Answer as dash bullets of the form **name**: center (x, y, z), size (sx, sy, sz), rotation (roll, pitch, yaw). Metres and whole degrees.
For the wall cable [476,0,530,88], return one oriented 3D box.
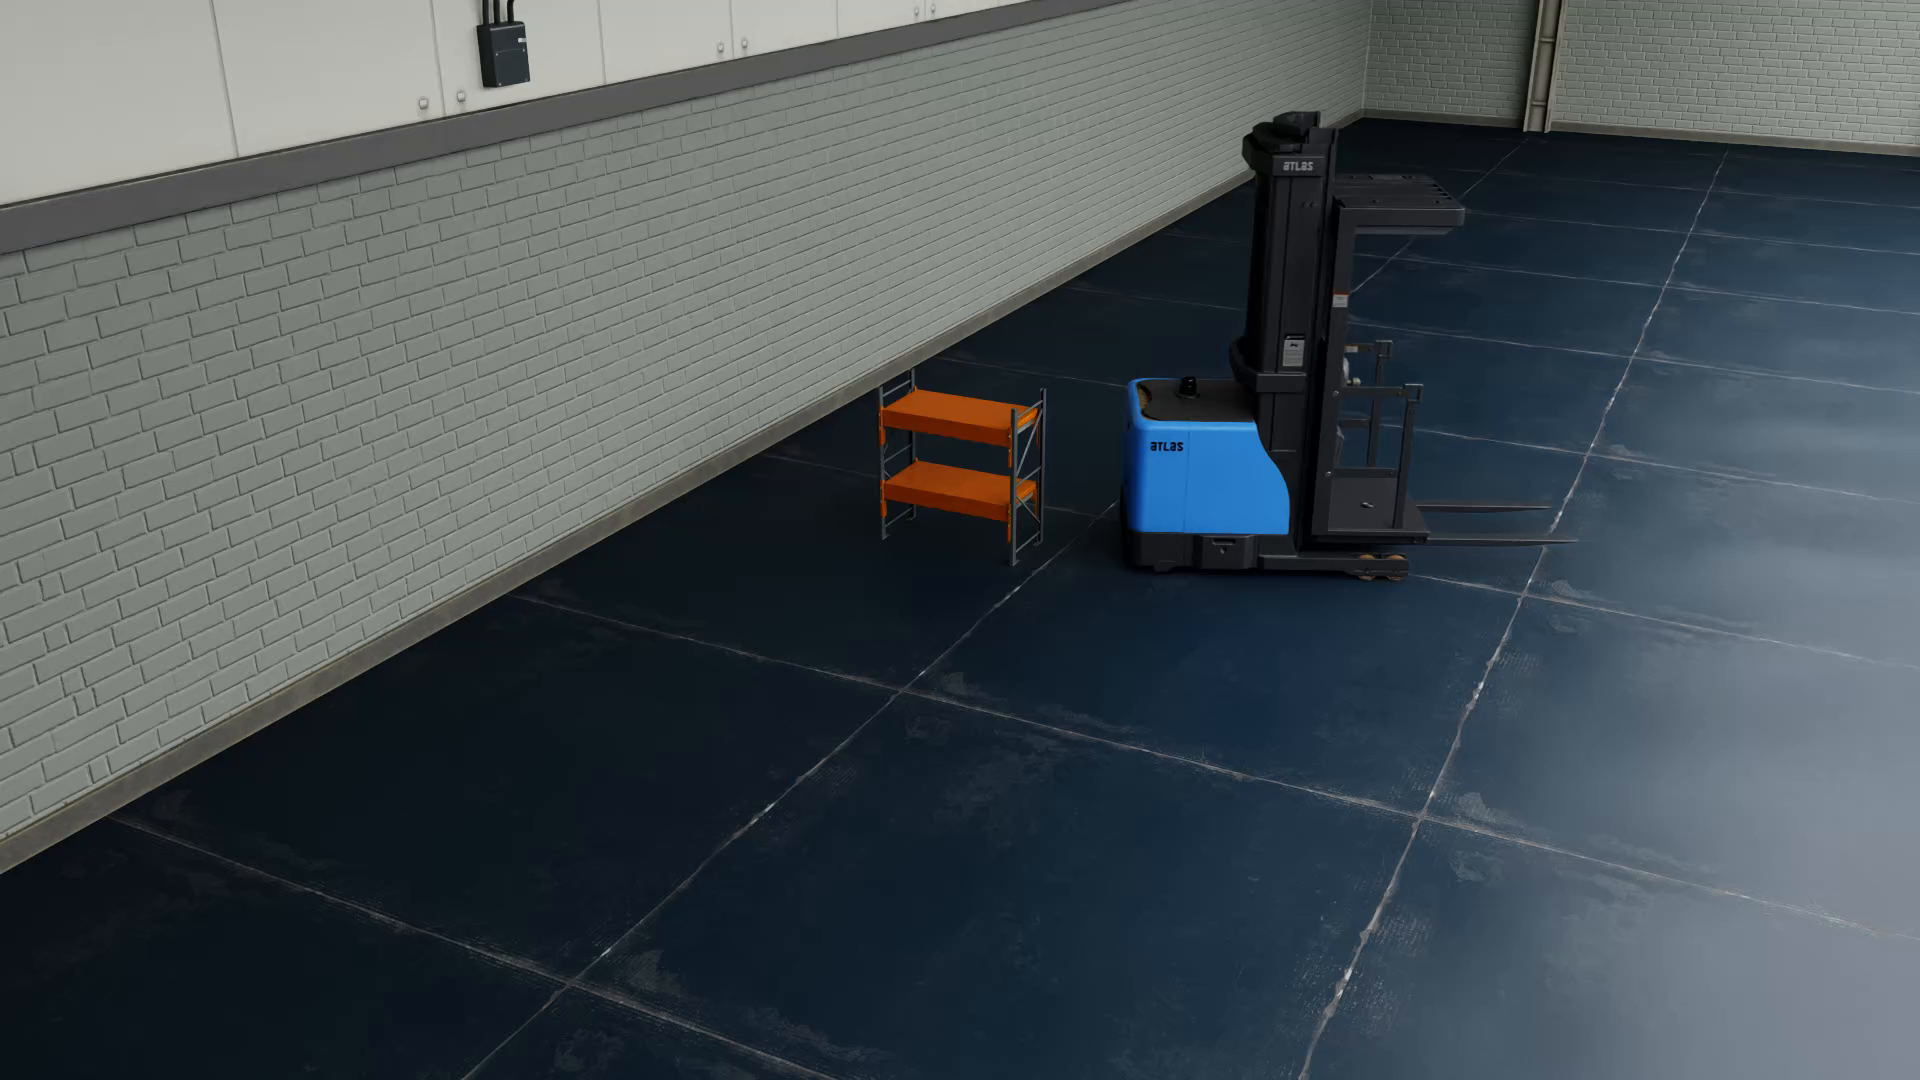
- **wall cable**: center (-2.275, -5.868, 9.705), size (0.169, 6.003, 2.305), rotation (11, 25, 25)

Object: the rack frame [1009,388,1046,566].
- **rack frame**: center (0.460, -0.427, 11.316), size (0.032, 1.125, 0.500), rotation (11, 25, 25)

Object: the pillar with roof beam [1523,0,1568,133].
- **pillar with roof beam**: center (7.730, -9.506, 22.605), size (0.400, 9.000, 9.100), rotation (11, 25, 25)

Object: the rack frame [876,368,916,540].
- **rack frame**: center (-0.448, -0.606, 11.738), size (0.032, 1.125, 0.500), rotation (11, 25, 25)

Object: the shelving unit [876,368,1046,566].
- **shelving unit**: center (0.006, -0.516, 11.527), size (1.048, 1.125, 0.538), rotation (11, 25, 25)

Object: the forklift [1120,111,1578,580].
- **forklift**: center (2.652, -1.292, 11.043), size (3.031, 2.935, 1.130), rotation (1, 23, 2)

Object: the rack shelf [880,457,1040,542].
- **rack shelf**: center (0.006, -0.291, 11.623), size (1.000, 0.278, 0.538), rotation (11, 25, 25)

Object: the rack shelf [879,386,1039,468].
- **rack shelf**: center (0.006, -0.786, 11.413), size (1.000, 0.278, 0.538), rotation (11, 25, 25)
